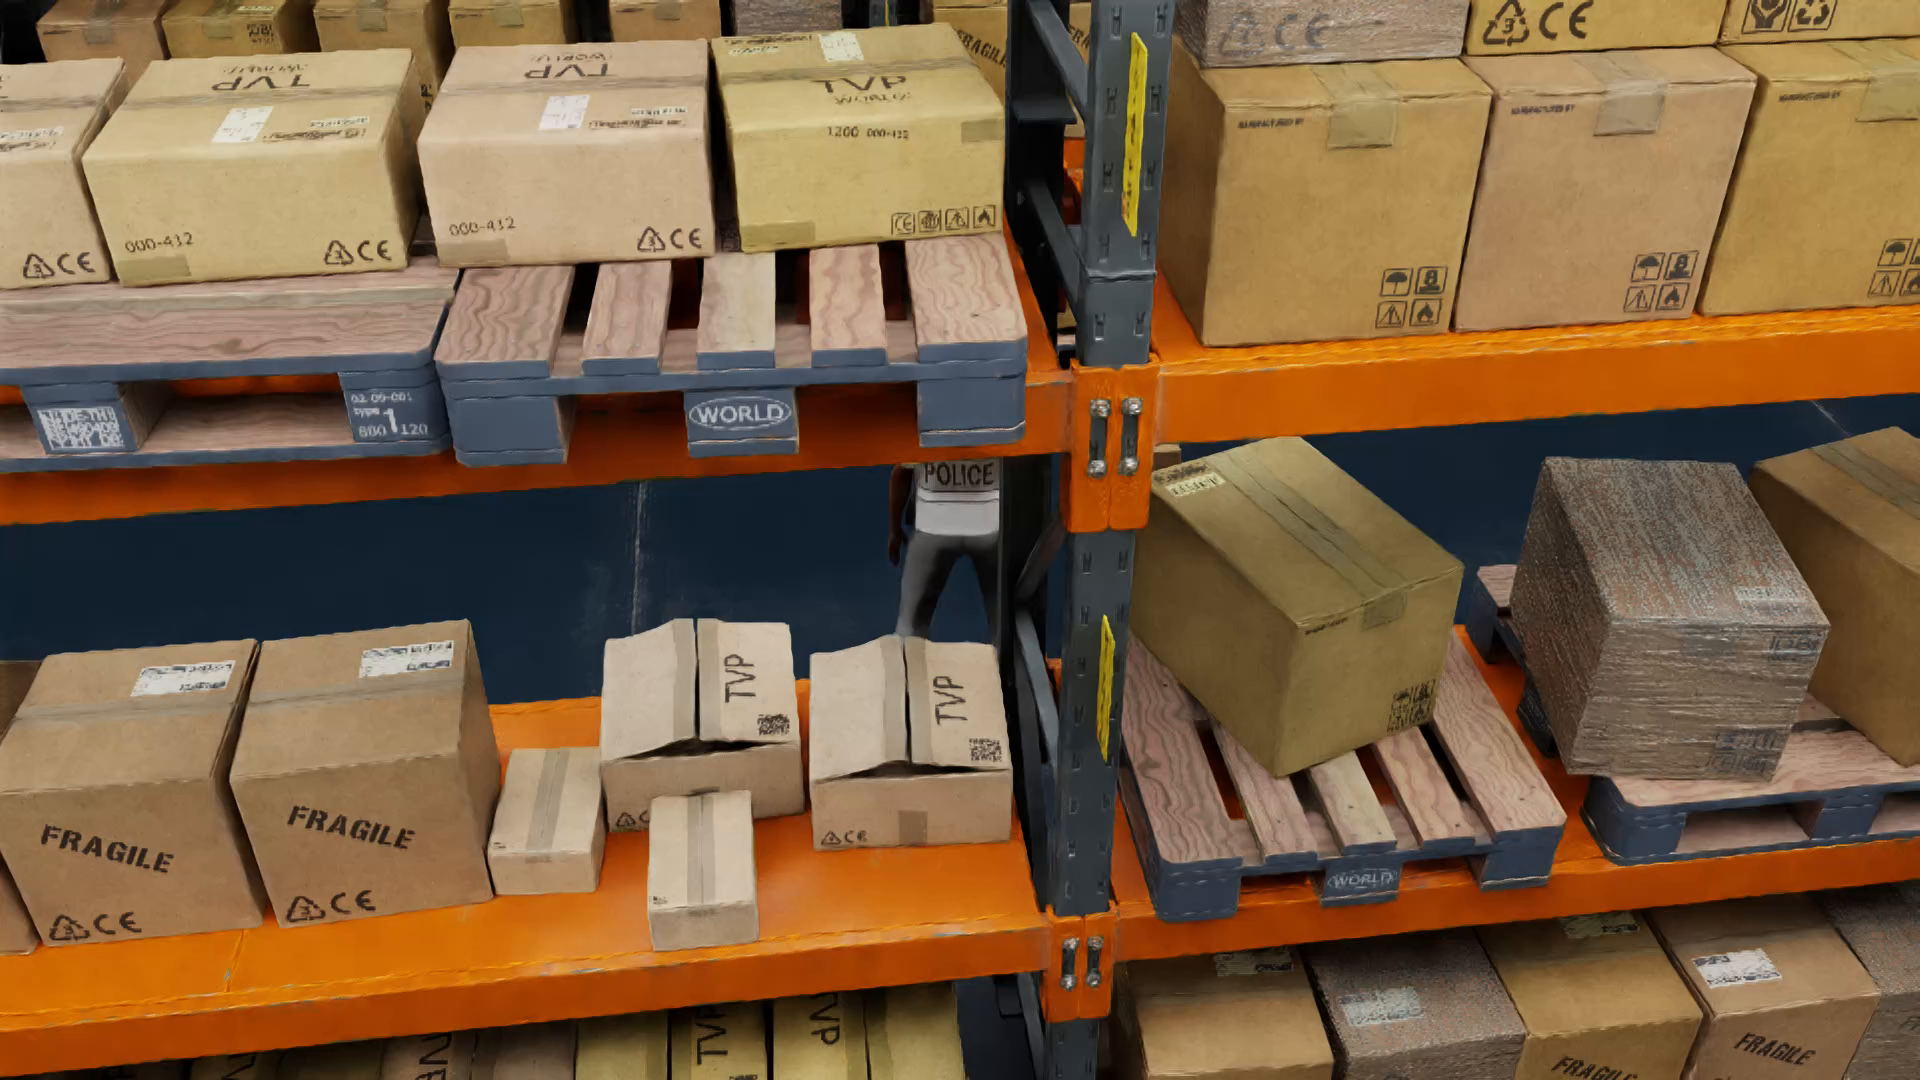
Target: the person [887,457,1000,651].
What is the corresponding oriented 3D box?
[{"bbox_3d":[-0.040,-0.039,6.210,0.580,1.669,0.575,-1,35,-1],"label":"person"}]
